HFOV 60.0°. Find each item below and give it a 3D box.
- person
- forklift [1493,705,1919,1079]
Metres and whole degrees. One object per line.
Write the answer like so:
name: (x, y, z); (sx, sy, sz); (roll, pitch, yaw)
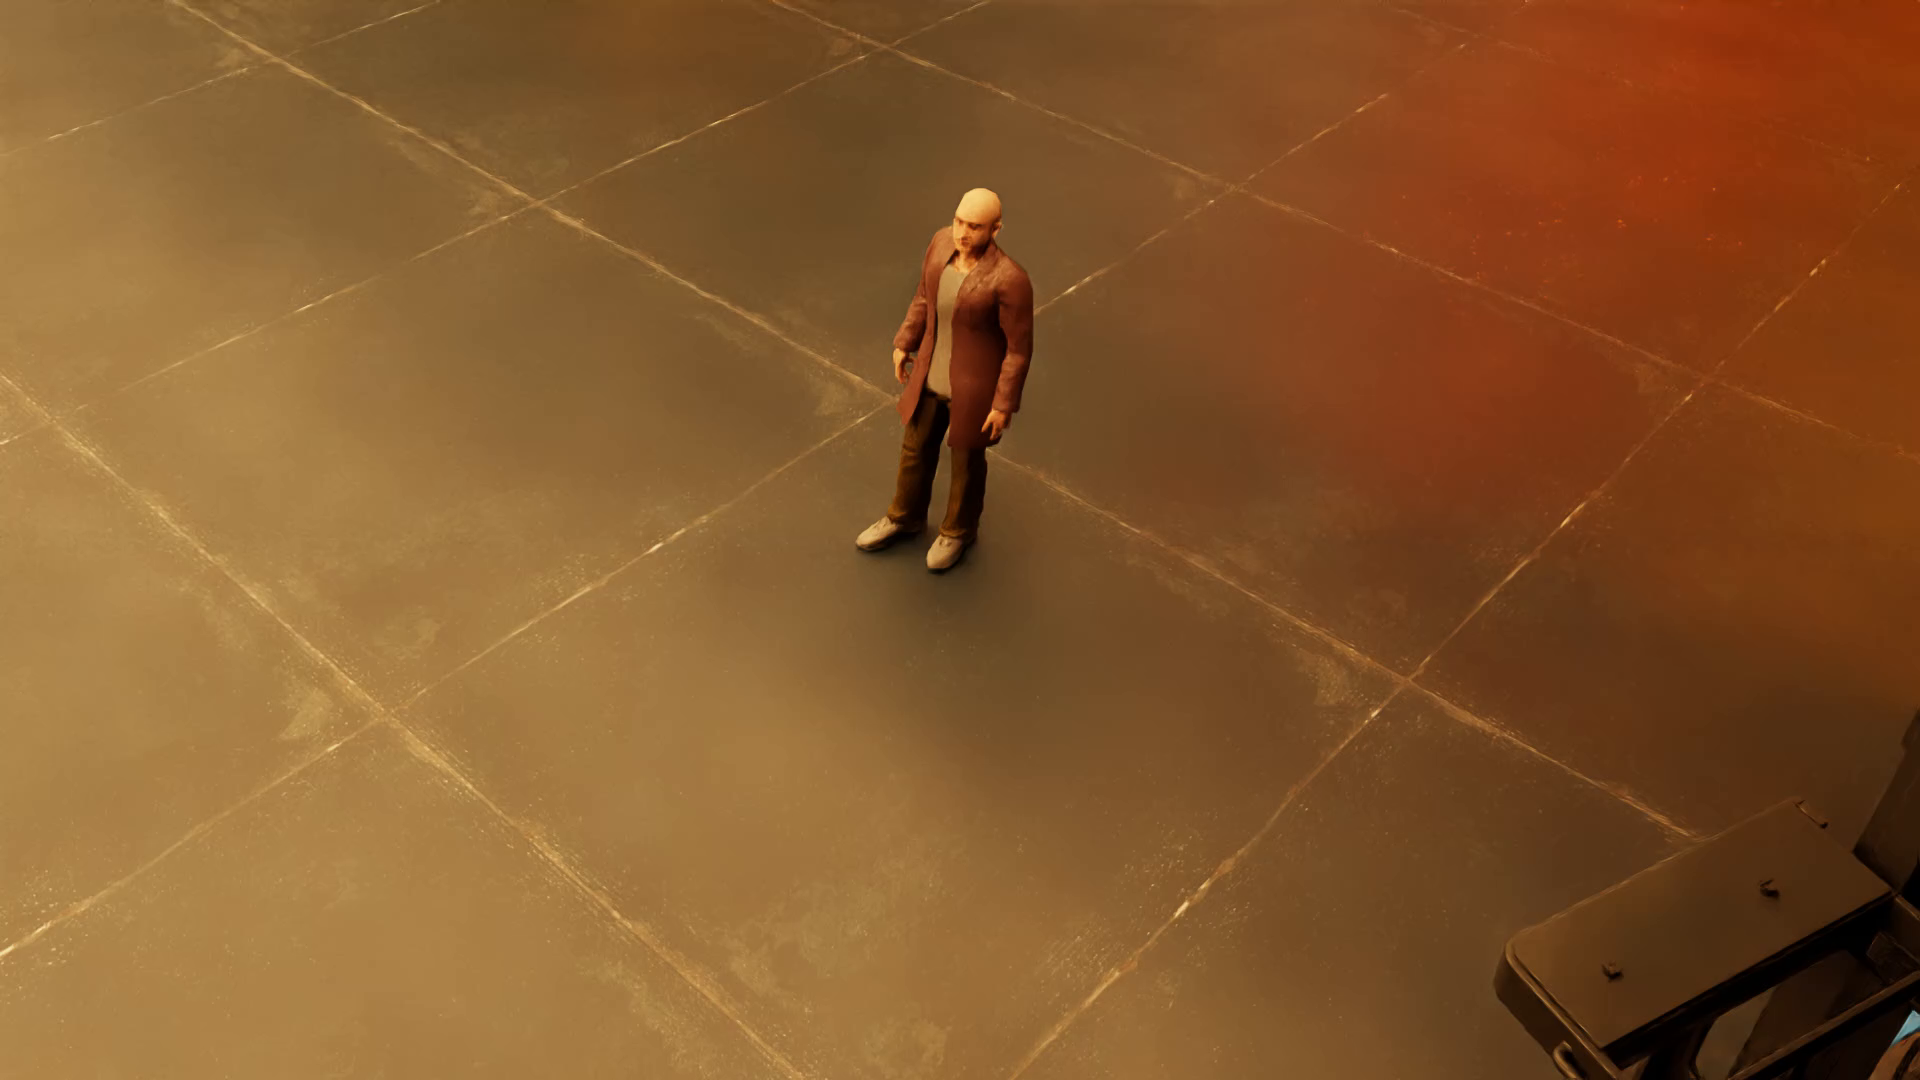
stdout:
person: (-0.067, -0.637, 7.046); (0.694, 1.776, 0.575); (31, 49, 31)
forklift: (1.622, 1.683, 3.466); (3.031, 2.935, 1.130); (-19, 44, -21)
